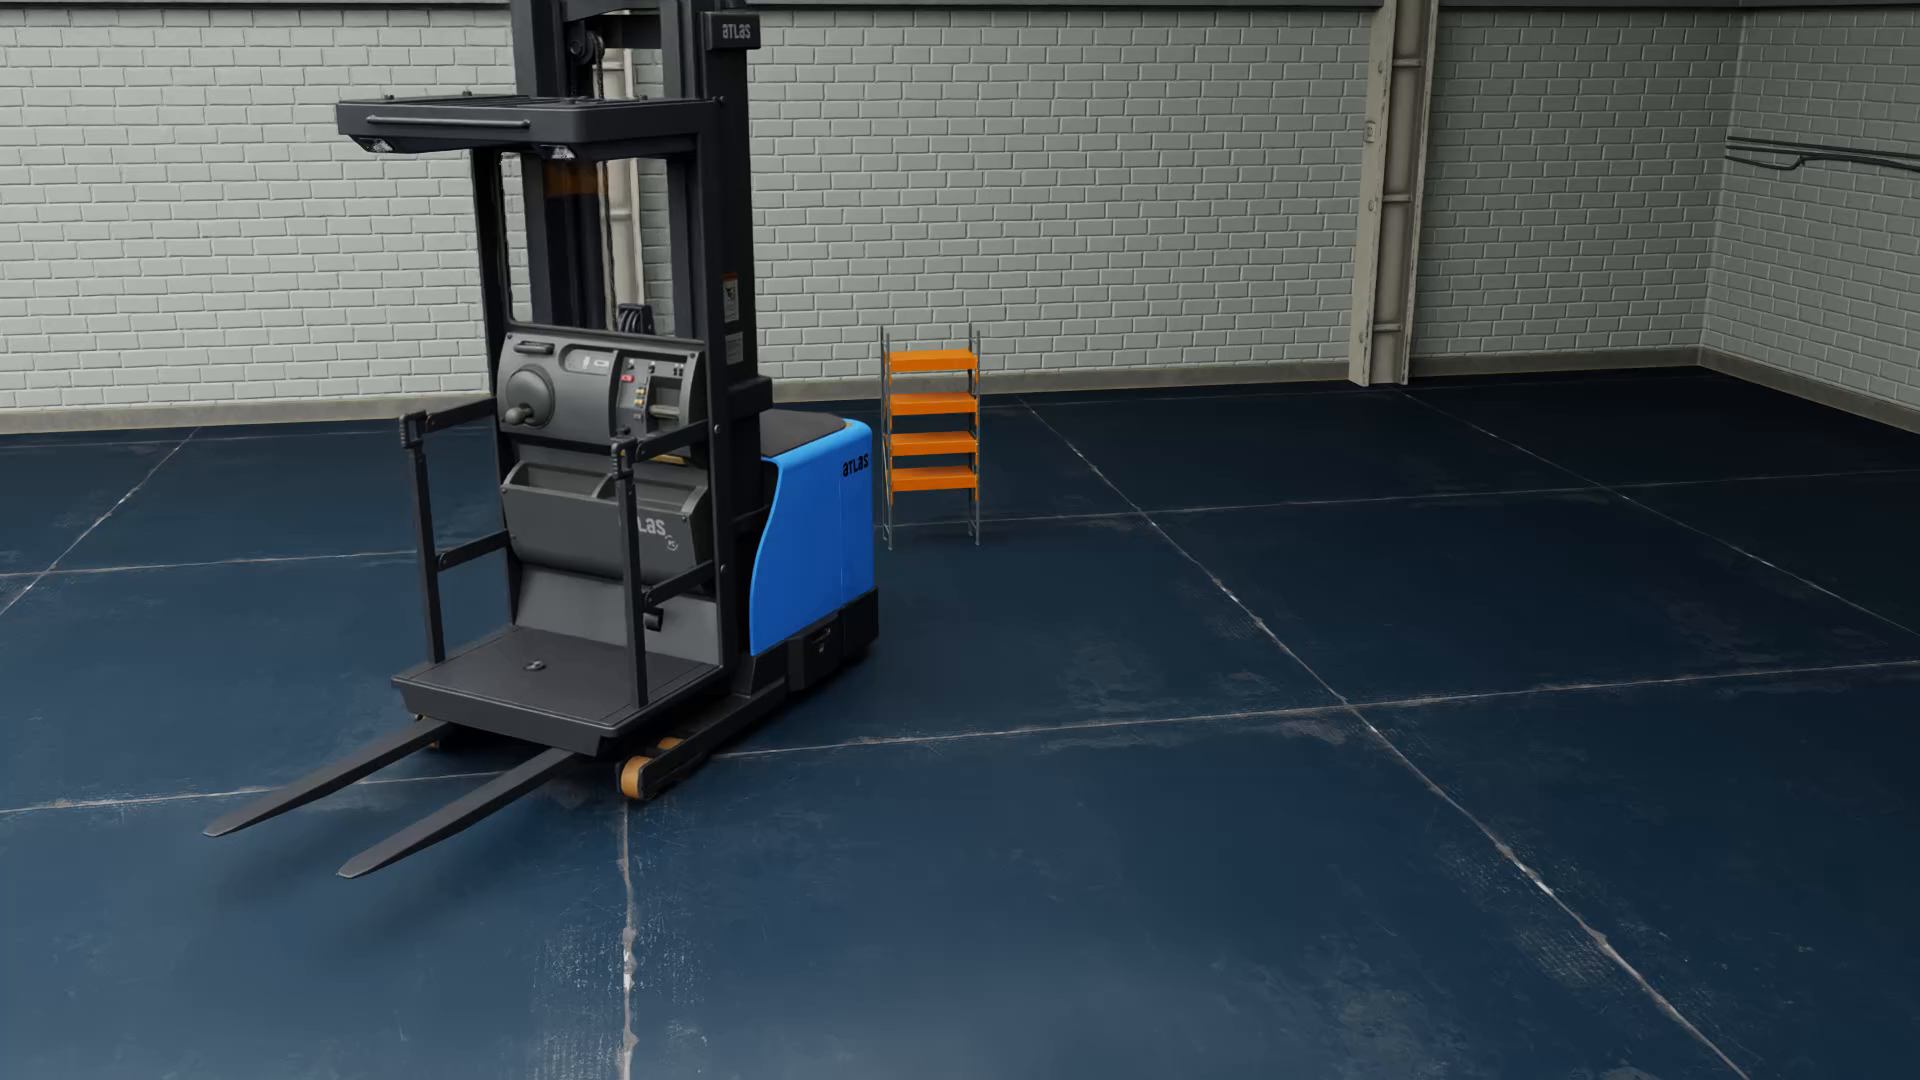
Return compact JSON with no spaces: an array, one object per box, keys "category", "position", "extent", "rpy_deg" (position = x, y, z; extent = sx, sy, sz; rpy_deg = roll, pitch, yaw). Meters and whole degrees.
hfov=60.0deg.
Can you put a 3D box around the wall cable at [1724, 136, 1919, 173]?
[{"category":"wall cable","position":[6.532,-3.887,11.930],"extent":[0.112,2.526,3.097],"rpy_deg":[-3,17,-10]}]

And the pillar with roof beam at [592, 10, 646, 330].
[{"category":"pillar with roof beam","position":[-1.685,-4.013,7.052],"extent":[0.400,9.000,9.100],"rpy_deg":[-3,17,-10]}]

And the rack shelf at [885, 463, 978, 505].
[{"category":"rack shelf","position":[-0.163,-0.310,9.184],"extent":[0.480,0.148,0.258],"rpy_deg":[-3,17,-10]}]

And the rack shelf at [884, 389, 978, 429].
[{"category":"rack shelf","position":[-0.163,-0.714,9.060],"extent":[0.480,0.148,0.258],"rpy_deg":[-3,17,-10]}]

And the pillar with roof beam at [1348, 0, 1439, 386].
[{"category":"pillar with roof beam","position":[4.206,-4.348,8.140],"extent":[0.400,9.000,9.100],"rpy_deg":[-3,17,-10]}]

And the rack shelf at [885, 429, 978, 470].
[{"category":"rack shelf","position":[-0.163,-0.500,9.125],"extent":[0.480,0.148,0.258],"rpy_deg":[-3,17,-10]}]

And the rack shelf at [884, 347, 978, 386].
[{"category":"rack shelf","position":[-0.163,-0.940,8.990],"extent":[0.480,0.148,0.258],"rpy_deg":[-3,17,-10]}]

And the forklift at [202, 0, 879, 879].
[{"category":"forklift","position":[-1.494,-0.582,6.216],"extent":[1.130,2.935,3.031],"rpy_deg":[9,19,26]}]

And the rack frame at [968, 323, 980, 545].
[{"category":"rack frame","position":[0.077,-0.578,9.150],"extent":[0.015,1.200,0.240],"rpy_deg":[-3,17,-10]}]

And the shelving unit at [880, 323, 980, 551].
[{"category":"shelving unit","position":[-0.163,-0.564,9.106],"extent":[0.503,1.200,0.258],"rpy_deg":[-3,17,-10]}]

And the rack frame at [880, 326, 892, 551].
[{"category":"rack frame","position":[-0.402,-0.551,9.061],"extent":[0.015,1.200,0.240],"rpy_deg":[-3,17,-10]}]
